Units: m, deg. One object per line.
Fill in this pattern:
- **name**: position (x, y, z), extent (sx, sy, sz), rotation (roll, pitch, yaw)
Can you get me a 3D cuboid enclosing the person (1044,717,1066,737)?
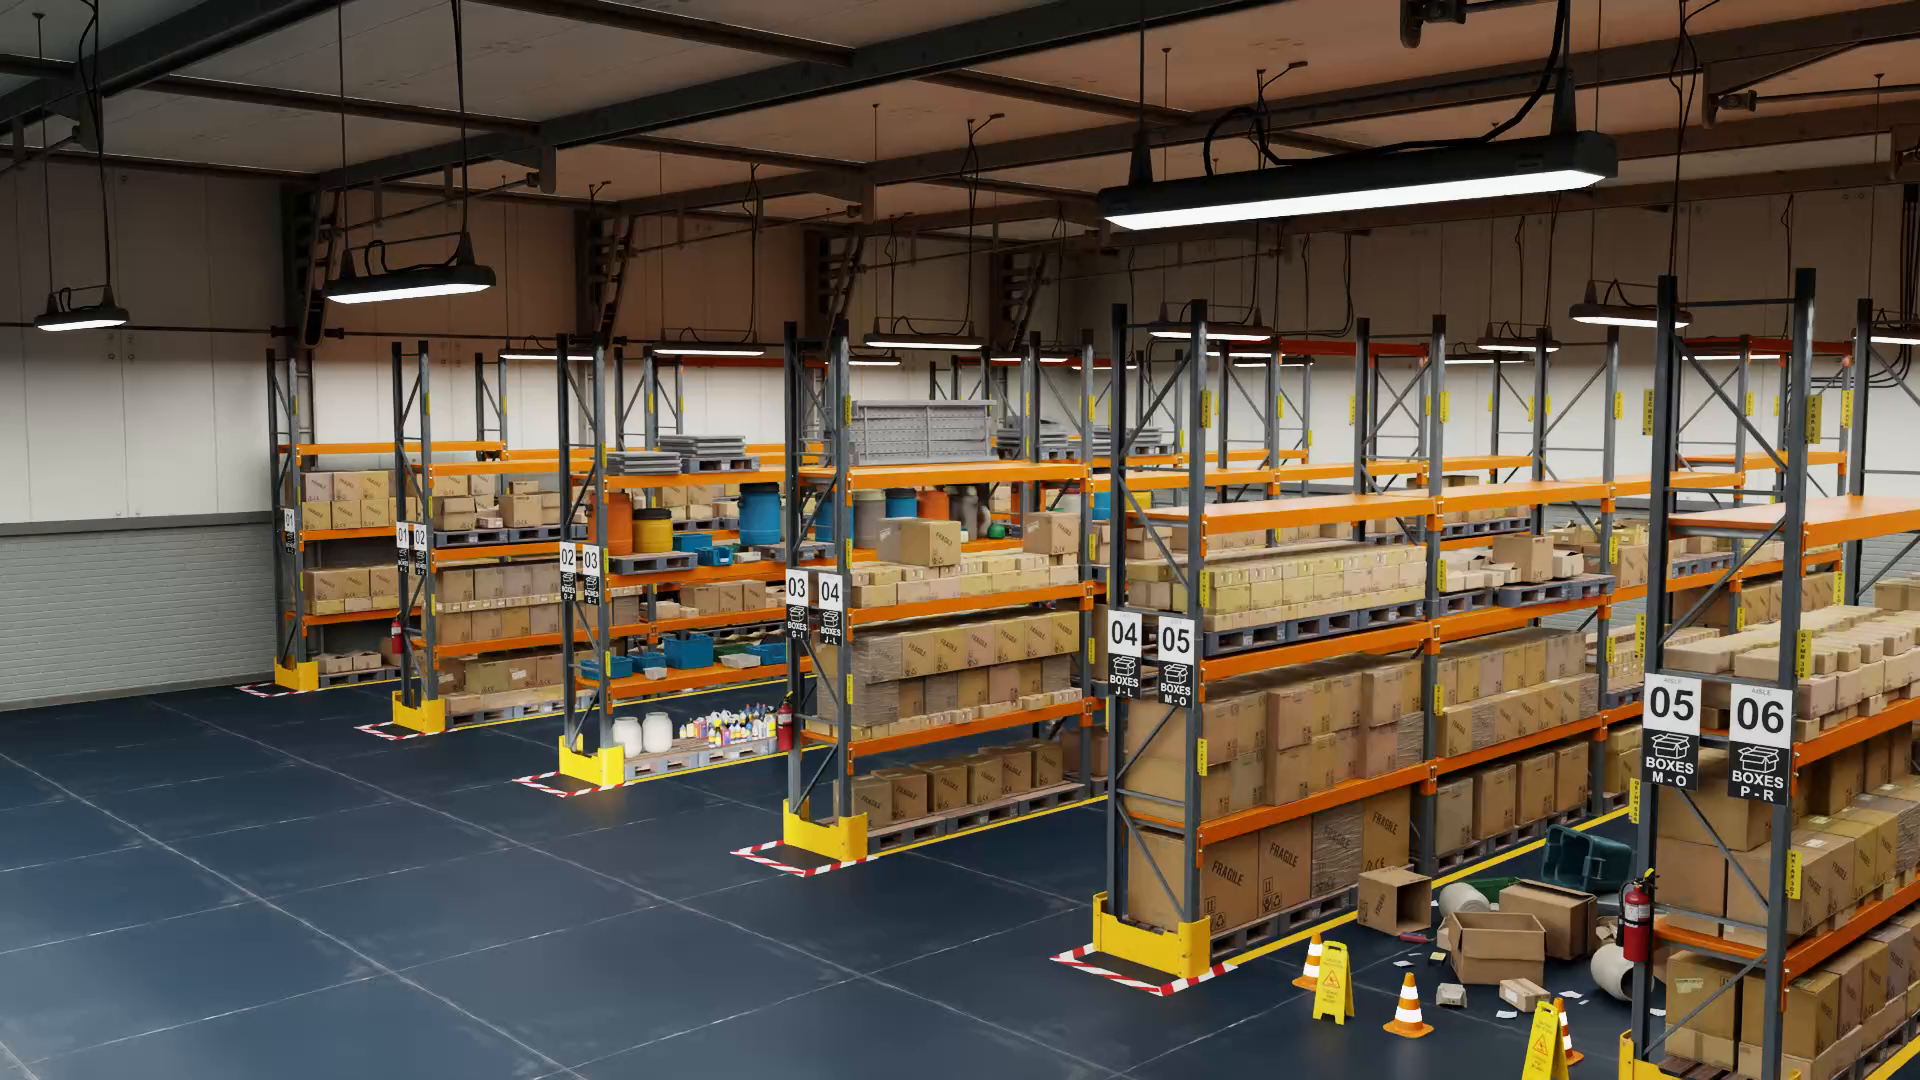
- **person**: position (1.370, 2.018, 24.013), extent (0.514, 1.630, 0.972), rotation (0, 5, -5)
